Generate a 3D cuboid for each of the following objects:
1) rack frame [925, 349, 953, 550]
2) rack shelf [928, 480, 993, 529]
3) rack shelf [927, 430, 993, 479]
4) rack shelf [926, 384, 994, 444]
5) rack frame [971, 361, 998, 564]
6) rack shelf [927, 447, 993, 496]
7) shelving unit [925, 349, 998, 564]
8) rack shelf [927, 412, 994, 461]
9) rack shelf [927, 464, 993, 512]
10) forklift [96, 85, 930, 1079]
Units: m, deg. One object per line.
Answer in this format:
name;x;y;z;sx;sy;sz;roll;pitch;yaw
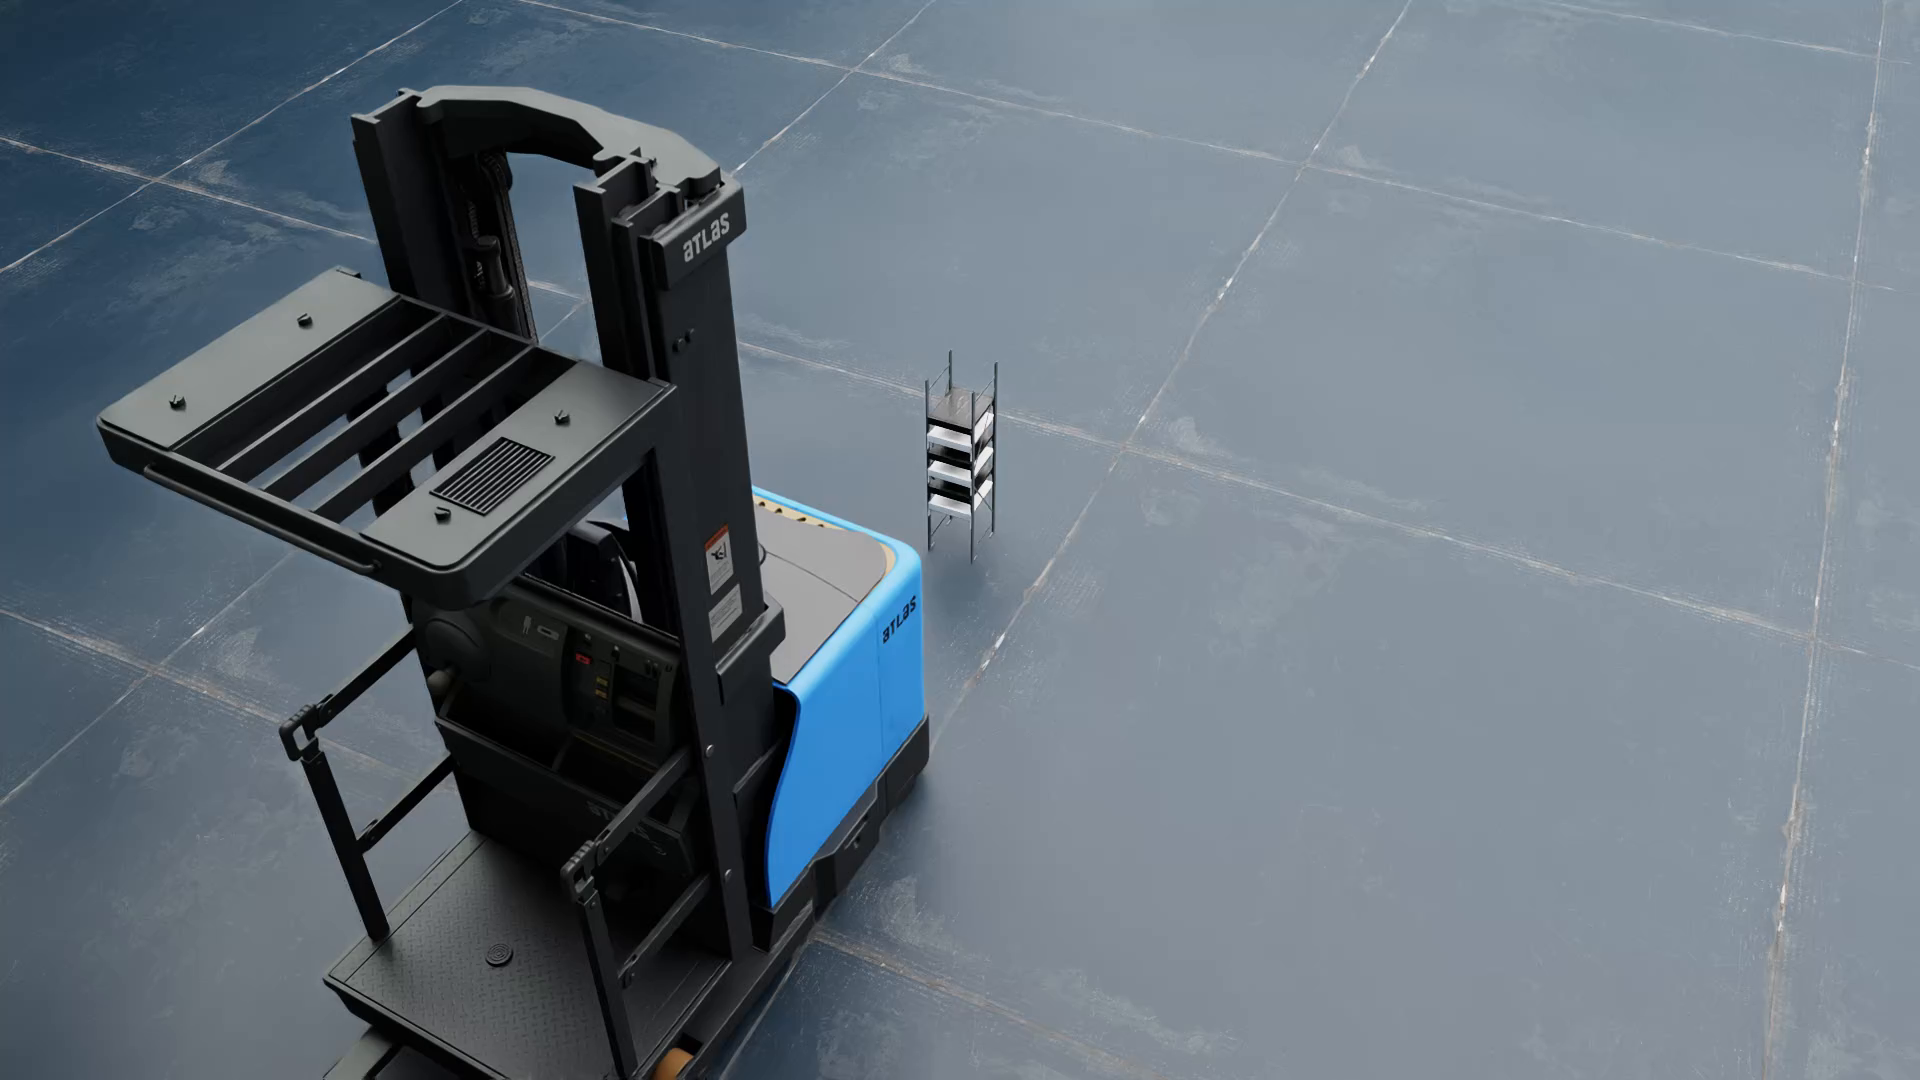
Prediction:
rack frame;-0.085;-0.366;6.985;0.006;0.900;0.240;17;44;19
rack shelf;0.007;-0.177;7.092;0.200;0.077;0.258;17;44;19
rack shelf;0.007;-0.381;6.916;0.200;0.077;0.258;17;44;19
rack shelf;0.007;-0.517;6.798;0.200;0.077;0.258;17;44;19
rack frame;0.099;-0.310;6.920;0.006;0.900;0.240;17;44;19
rack shelf;0.007;-0.313;6.974;0.200;0.077;0.258;17;44;19
shelving unit;0.007;-0.338;6.953;0.210;0.900;0.258;17;44;19
rack shelf;0.007;-0.449;6.857;0.200;0.077;0.258;17;44;19
rack shelf;0.007;-0.245;7.033;0.200;0.077;0.258;17;44;19
forklift;-1.278;0.417;4.531;1.130;2.935;3.031;20;45;22
